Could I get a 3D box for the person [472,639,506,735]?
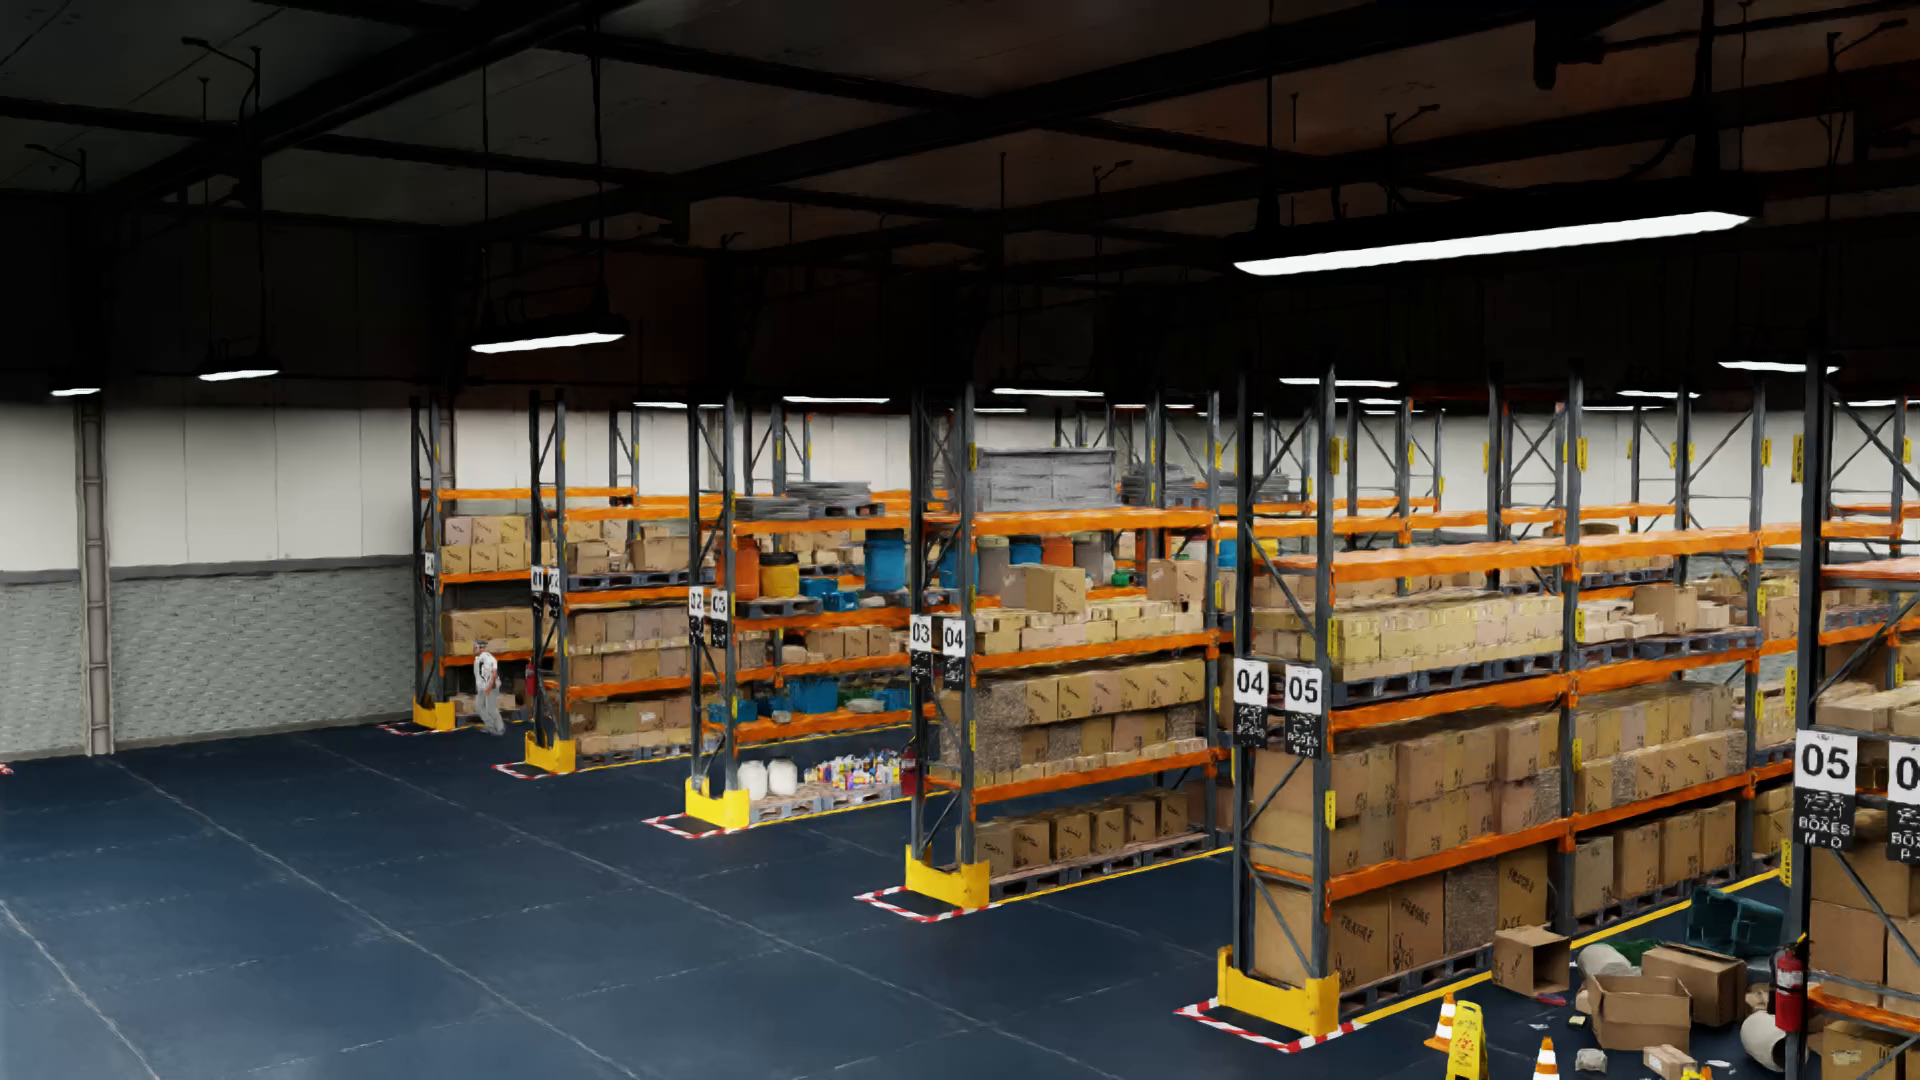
[{"bbox_3d":[-8.344,2.580,29.378,0.542,1.715,0.682,-3,4,-41],"label":"person"}]
